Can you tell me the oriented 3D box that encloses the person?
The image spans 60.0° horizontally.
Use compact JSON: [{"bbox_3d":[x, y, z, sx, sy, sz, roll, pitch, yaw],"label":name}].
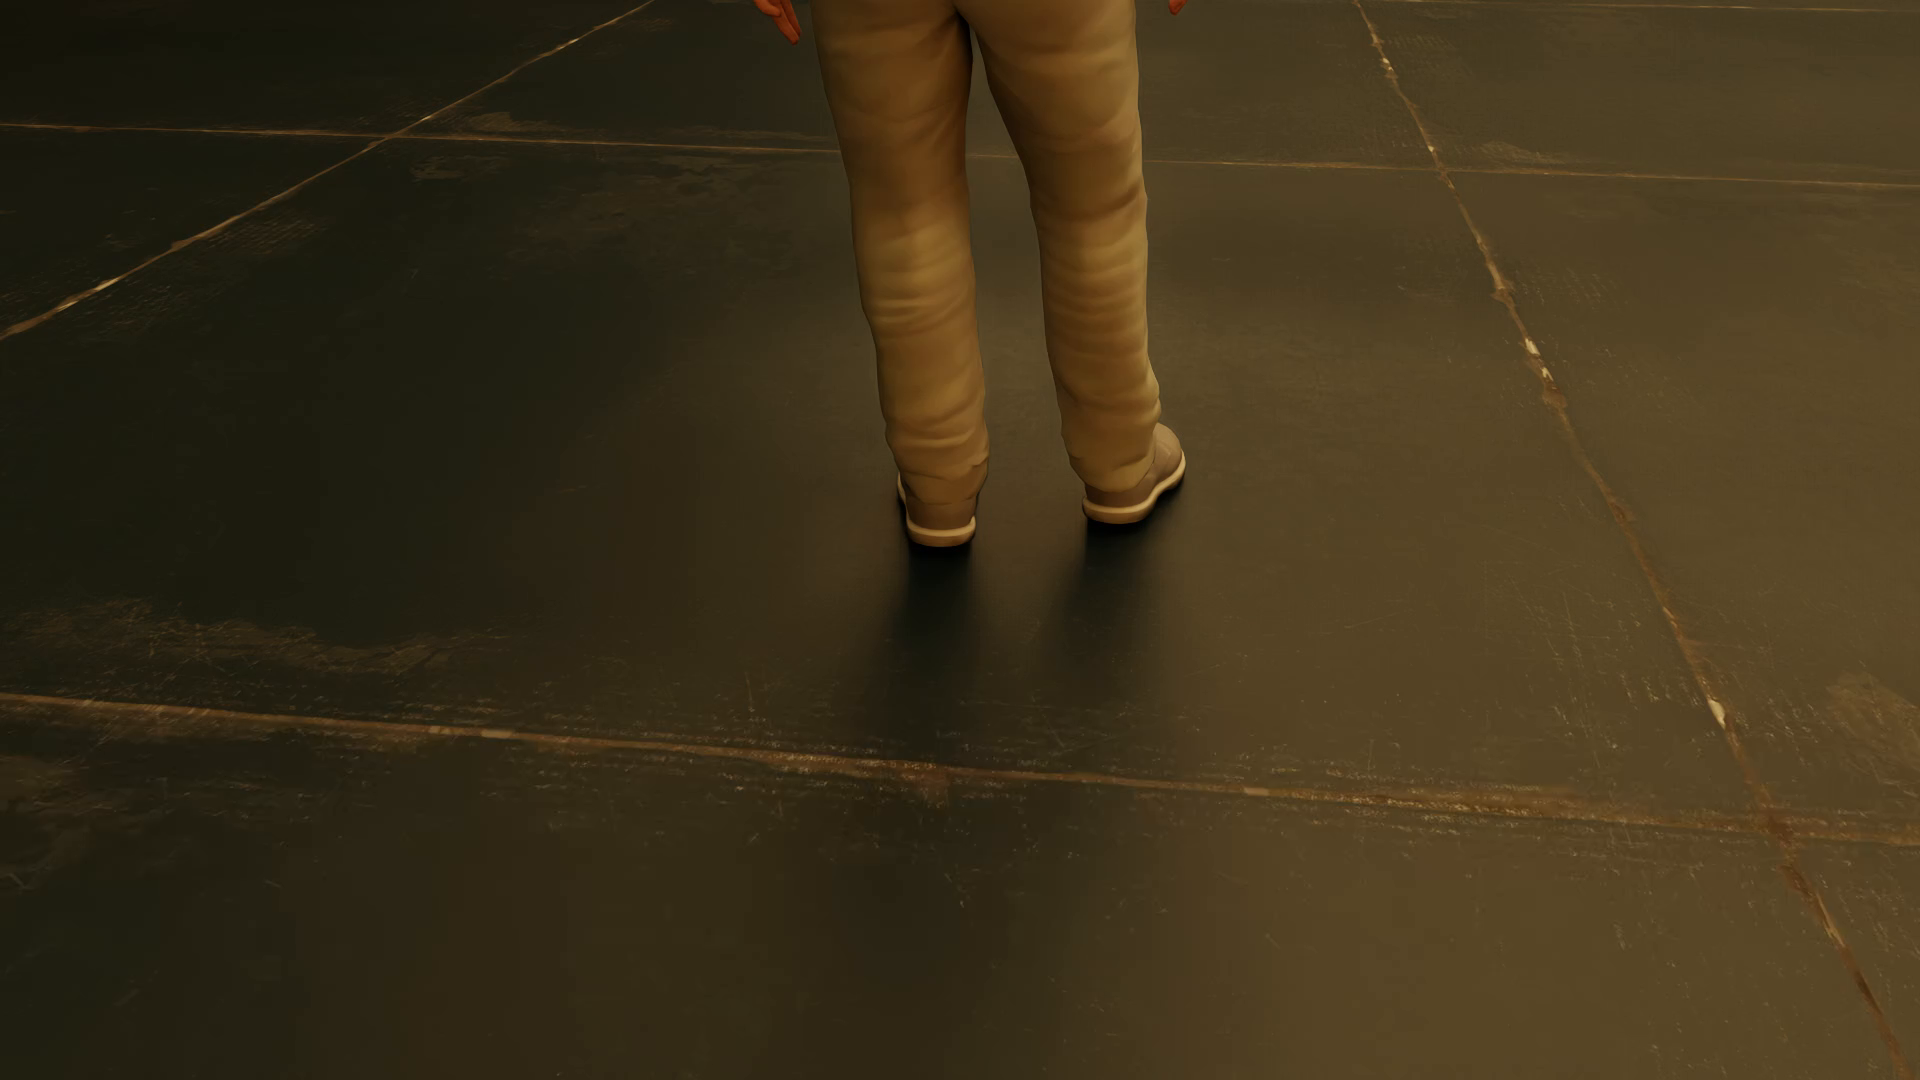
[{"bbox_3d":[0.022,-0.837,2.166,0.640,1.781,0.575,3,27,7],"label":"person"}]
